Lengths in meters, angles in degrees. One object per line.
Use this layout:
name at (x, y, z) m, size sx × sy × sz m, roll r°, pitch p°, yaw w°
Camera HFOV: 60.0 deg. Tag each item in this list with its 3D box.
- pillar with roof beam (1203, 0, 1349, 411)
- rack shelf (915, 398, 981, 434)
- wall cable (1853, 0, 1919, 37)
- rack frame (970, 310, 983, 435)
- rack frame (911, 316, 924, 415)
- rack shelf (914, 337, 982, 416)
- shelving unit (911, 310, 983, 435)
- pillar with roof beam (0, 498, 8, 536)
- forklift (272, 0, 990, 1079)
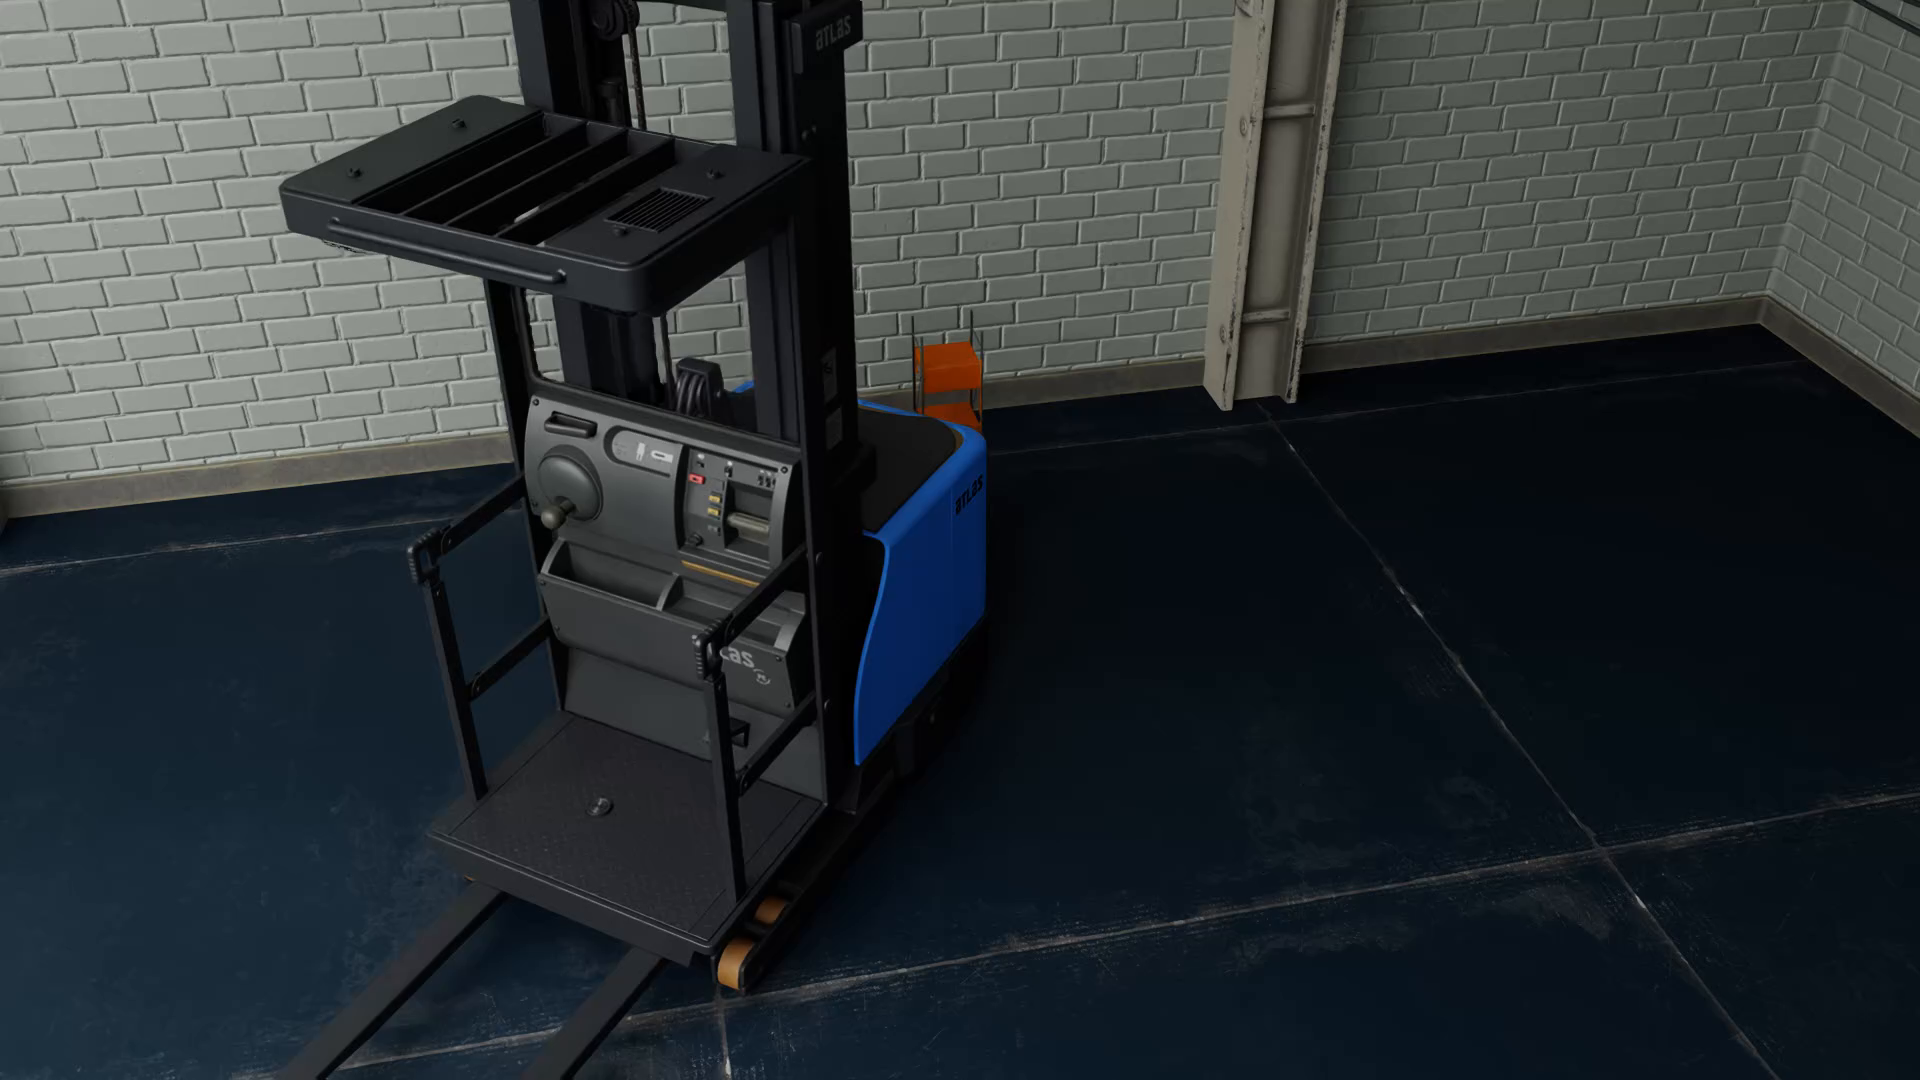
pillar with roof beam at (2.402, -2.142, 2.366) m, size 0.400 × 9.000 × 9.100 m, roll -7°, pitch 35°, yaw -11°
rack shelf at (-0.052, -0.421, 6.954) m, size 0.240 × 0.259 × 0.215 m, roll -7°, pitch 35°, yaw -11°
wall cable at (4.617, -2.836, 6.187) m, size 0.112 × 2.526 × 3.097 m, roll -7°, pitch 35°, yaw -11°
rack frame at (0.067, -0.444, 6.970) m, size 0.008 × 1.050 × 0.200 m, roll -7°, pitch 35°, yaw -11°
rack frame at (-0.171, -0.414, 6.925) m, size 0.008 × 1.050 × 0.200 m, roll -7°, pitch 35°, yaw -11°
rack shelf at (-0.052, -0.656, 6.795) m, size 0.240 × 0.259 × 0.215 m, roll -7°, pitch 35°, yaw -11°
shelving unit at (-0.052, -0.429, 6.948) m, size 0.252 × 1.050 × 0.215 m, roll -7°, pitch 35°, yaw -11°
pillar with roof beam at (-3.451, -1.404, 1.267) m, size 0.400 × 9.000 × 9.100 m, roll -7°, pitch 35°, yaw -11°
forklift at (-0.997, -0.103, 4.773) m, size 1.130 × 2.935 × 3.031 m, roll 16°, pitch 37°, yaw 22°
